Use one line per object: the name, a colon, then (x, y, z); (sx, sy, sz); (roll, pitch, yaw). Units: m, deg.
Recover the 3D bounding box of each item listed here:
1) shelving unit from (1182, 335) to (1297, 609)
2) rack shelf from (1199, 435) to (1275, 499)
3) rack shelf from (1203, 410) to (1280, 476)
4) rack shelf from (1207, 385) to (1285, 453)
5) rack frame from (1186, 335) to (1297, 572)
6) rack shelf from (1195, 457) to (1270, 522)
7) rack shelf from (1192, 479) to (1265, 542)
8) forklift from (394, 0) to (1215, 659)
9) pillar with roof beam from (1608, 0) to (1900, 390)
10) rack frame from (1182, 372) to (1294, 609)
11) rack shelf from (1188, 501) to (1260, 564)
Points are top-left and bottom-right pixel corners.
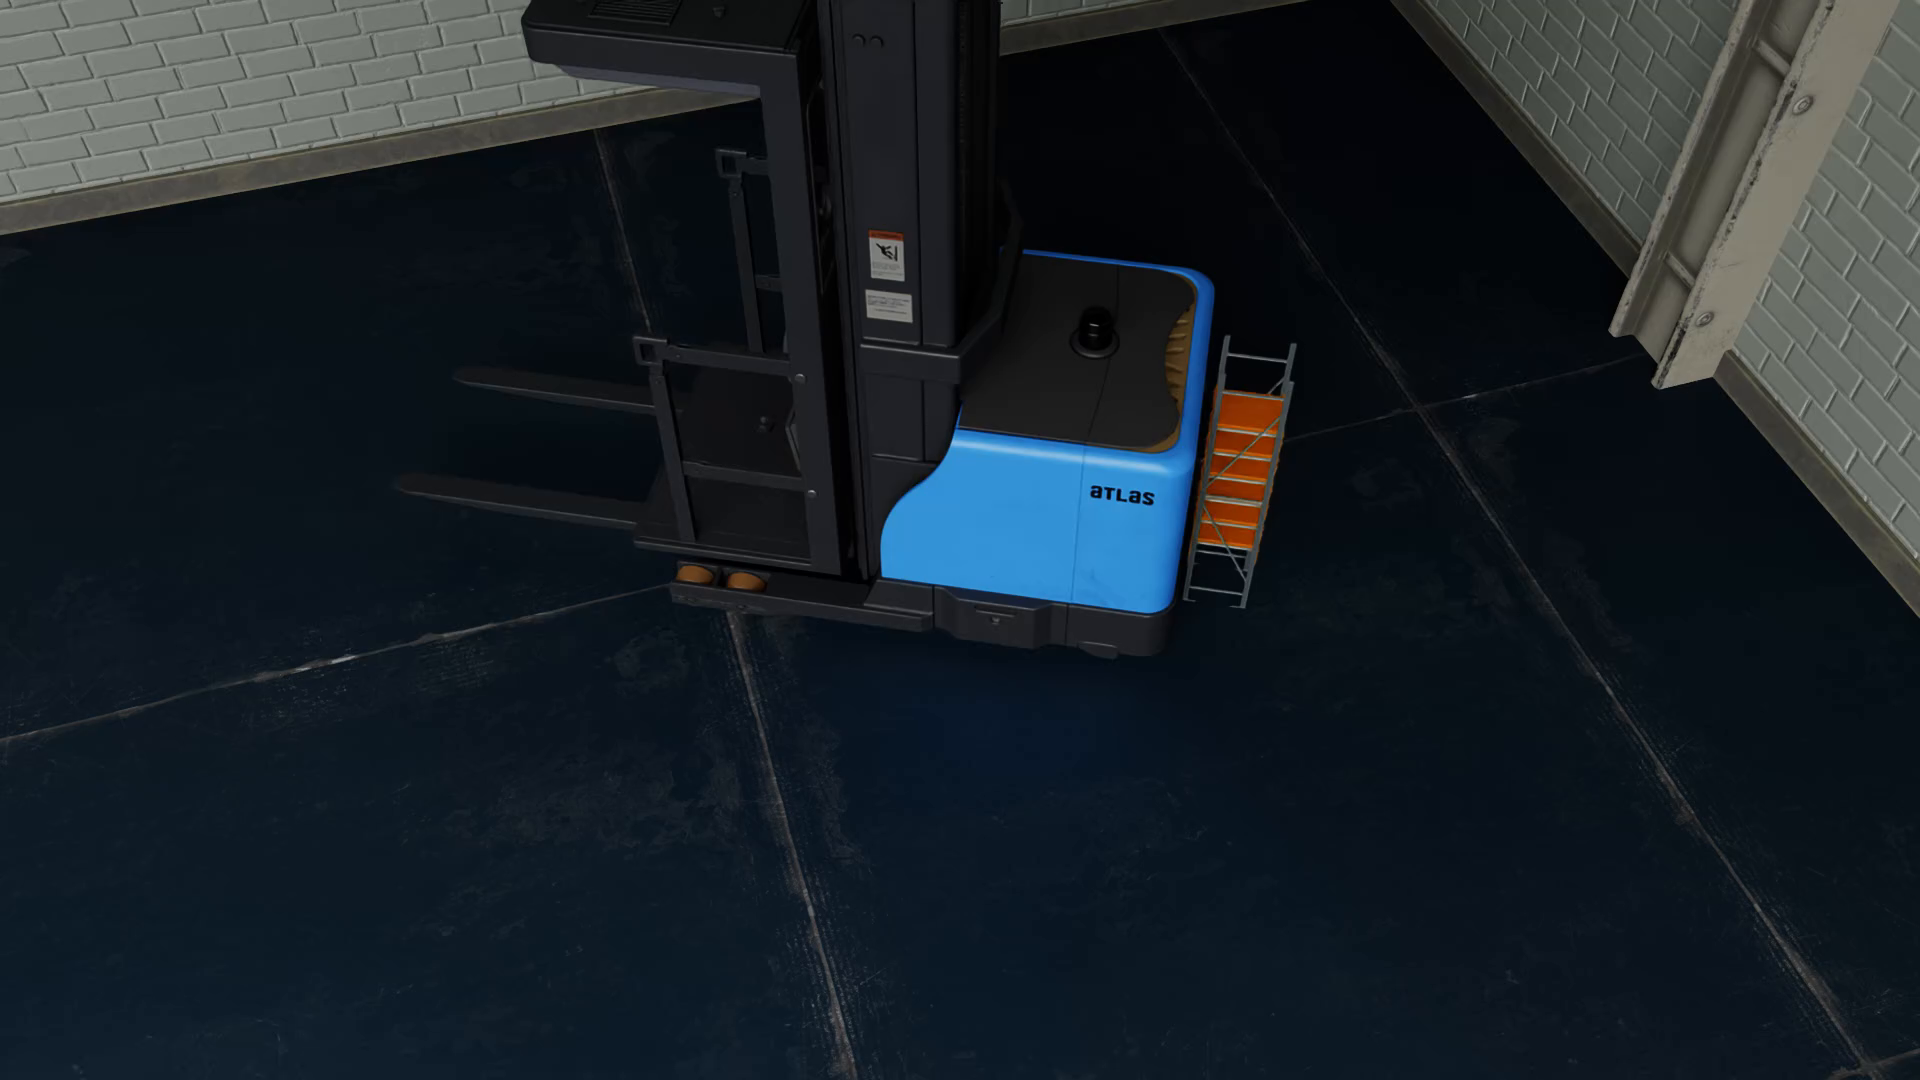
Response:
shelving unit: (0.983, -0.211, 5.933); (0.258, 1.200, 0.189); (8, 50, 6)
rack shelf: (0.983, -0.260, 5.875); (0.258, 0.103, 0.180); (8, 50, 6)
rack shelf: (0.983, -0.337, 5.783); (0.258, 0.103, 0.180); (8, 50, 6)
rack shelf: (0.984, -0.415, 5.691); (0.258, 0.103, 0.180); (8, 50, 6)
rack frame: (0.999, -0.280, 5.991); (0.240, 1.200, 0.006); (8, 50, 6)
rack shelf: (0.983, -0.183, 5.967); (0.258, 0.103, 0.180); (8, 50, 6)
rack shelf: (0.983, -0.106, 6.059); (0.258, 0.103, 0.180); (8, 50, 6)
forklift: (-0.640, -1.056, 5.513); (3.031, 2.935, 1.130); (8, 50, 6)
pillar with roof beam: (-1.056, -2.746, 2.969); (9.100, 9.000, 0.400); (-13, 51, -11)
rack frame: (0.967, -0.143, 5.875); (0.240, 1.200, 0.006); (8, 50, 6)
rack shelf: (0.982, -0.028, 6.150); (0.258, 0.103, 0.180); (8, 50, 6)
